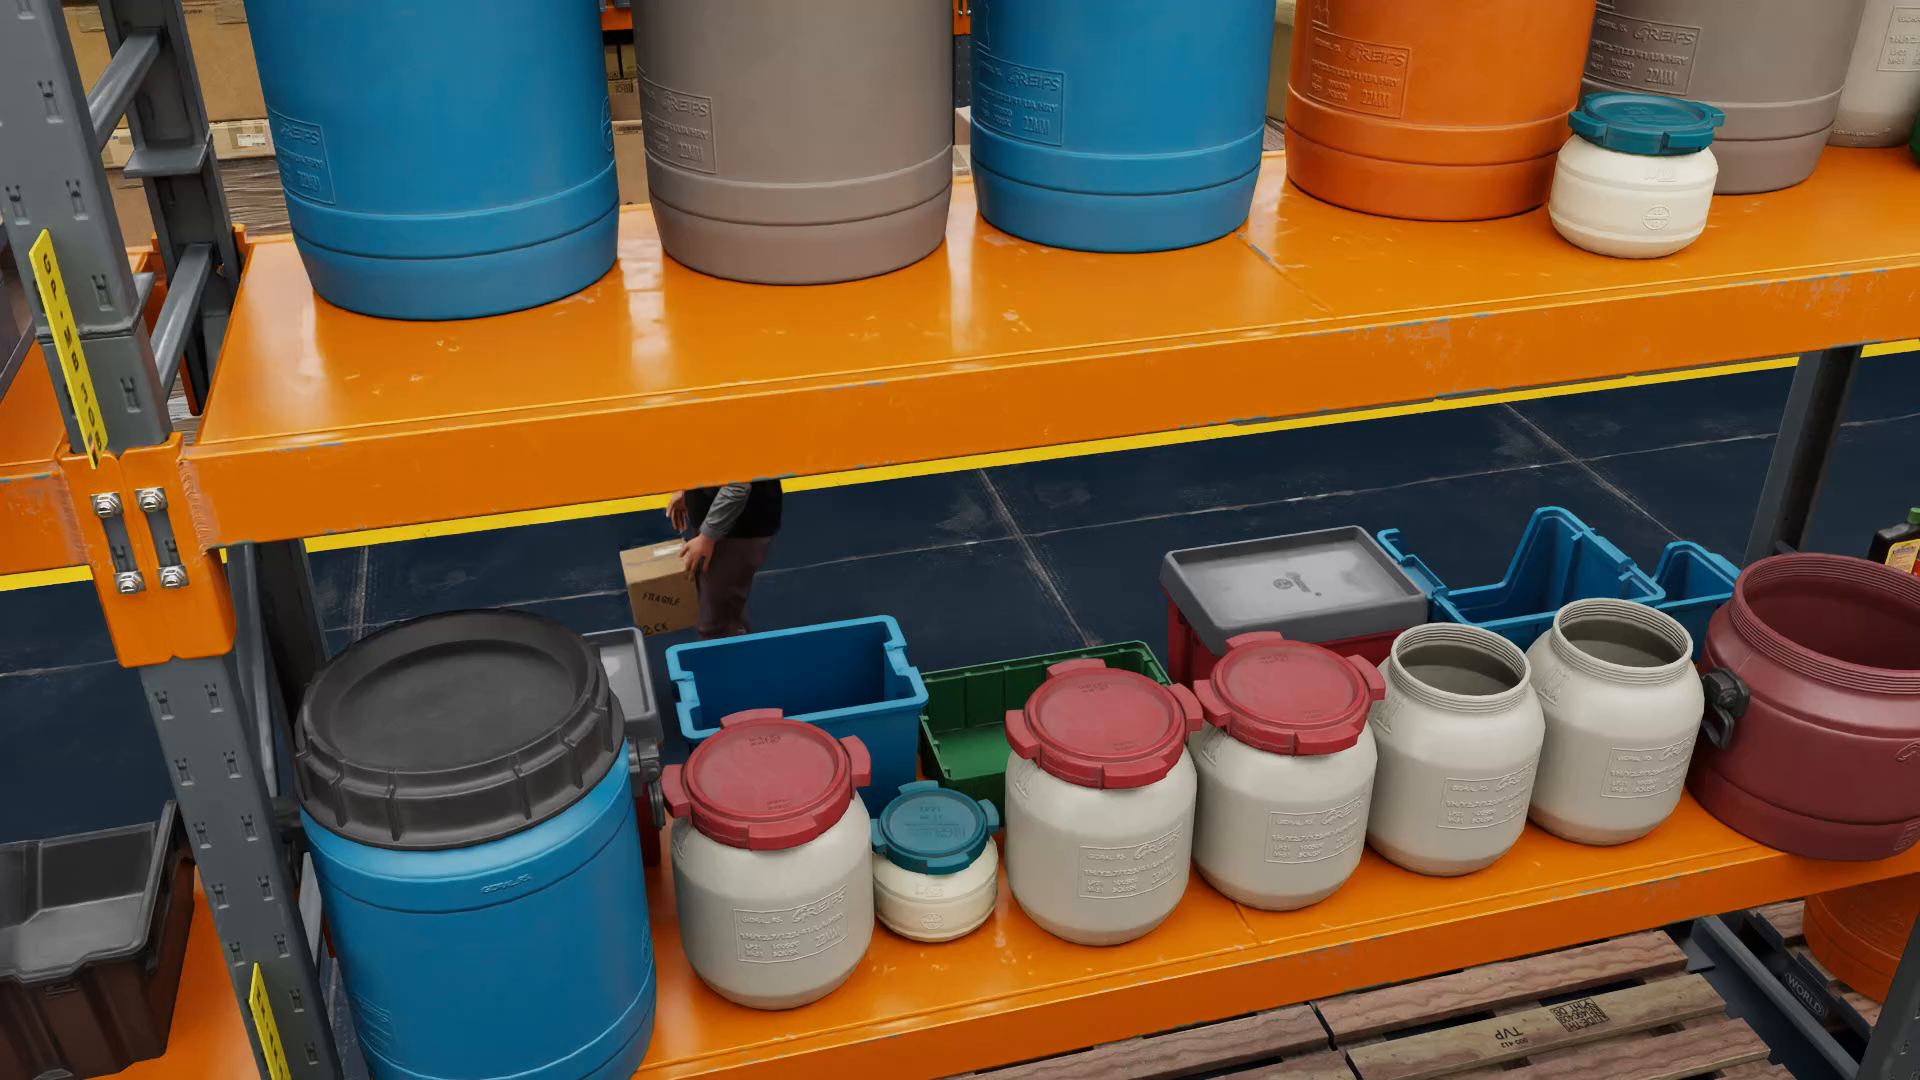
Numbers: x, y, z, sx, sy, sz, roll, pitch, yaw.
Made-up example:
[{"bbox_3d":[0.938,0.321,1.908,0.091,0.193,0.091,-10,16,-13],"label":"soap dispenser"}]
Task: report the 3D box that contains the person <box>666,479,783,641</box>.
[{"bbox_3d":[-0.900,-0.065,6.261,0.471,1.726,0.556,-9,31,-14],"label":"person"}]
